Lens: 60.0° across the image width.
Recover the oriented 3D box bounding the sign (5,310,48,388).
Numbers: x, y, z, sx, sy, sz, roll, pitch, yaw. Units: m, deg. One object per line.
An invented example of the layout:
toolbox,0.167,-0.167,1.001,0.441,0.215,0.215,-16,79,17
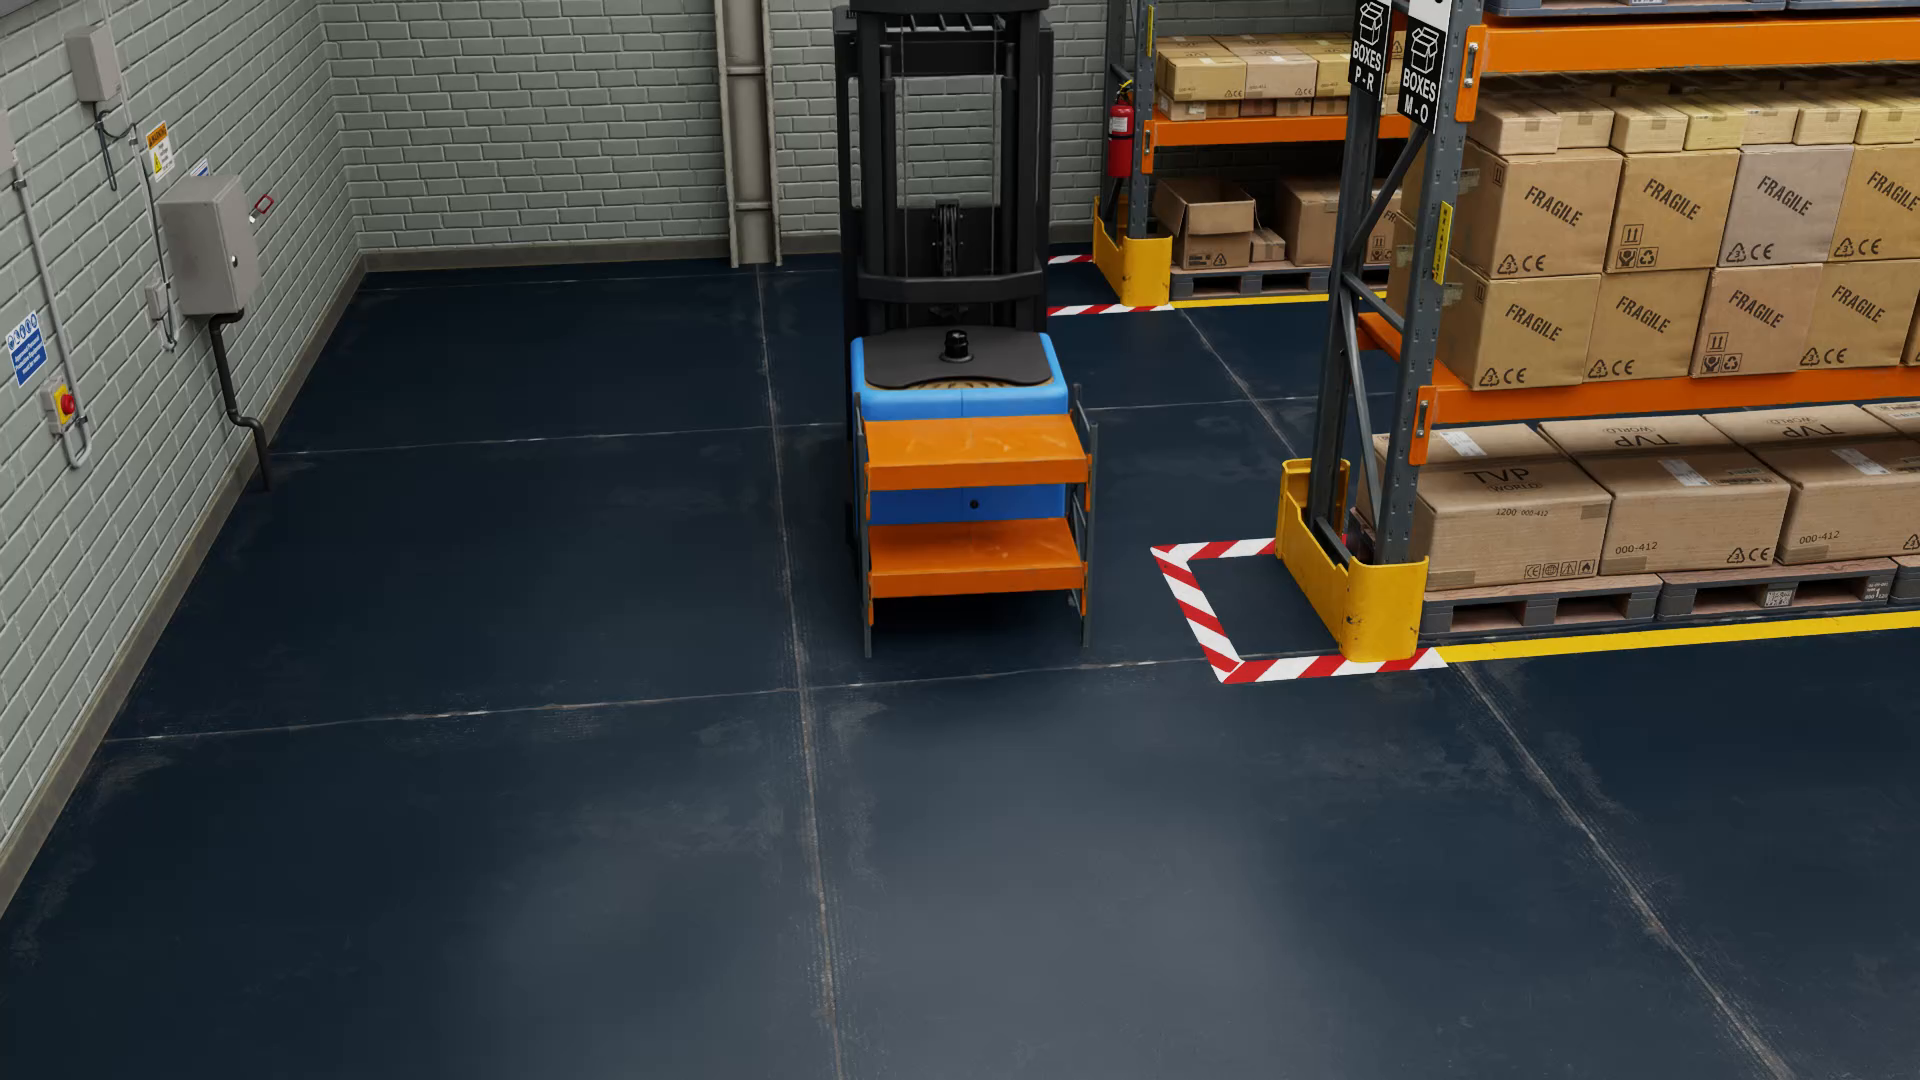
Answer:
sign,-3.738,-0.767,6.663,0.001,0.218,0.327,-4,27,-7

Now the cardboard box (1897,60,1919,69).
cardboard box,4.488,-2.121,7.682,0.250,0.149,0.380,-4,27,-9

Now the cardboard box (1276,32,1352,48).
cardboard box,2.621,-3.562,12.245,0.500,0.250,0.500,-3,27,-5

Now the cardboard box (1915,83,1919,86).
cardboard box,4.322,-1.858,7.170,0.250,0.149,0.380,-4,27,-8

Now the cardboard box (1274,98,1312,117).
cardboard box,2.324,-3.129,11.837,0.250,0.149,0.380,-3,27,-5

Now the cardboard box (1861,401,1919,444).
cardboard box,5.221,-0.352,8.496,0.875,0.438,0.875,-4,27,-8

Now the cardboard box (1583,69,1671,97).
cardboard box,2.971,-2.012,7.470,0.250,0.149,0.380,-3,27,-6

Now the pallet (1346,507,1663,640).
pallet,2.677,0.113,8.299,1.213,0.211,1.003,-4,27,-7

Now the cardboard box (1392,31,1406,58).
cardboard box,3.173,-3.687,11.668,0.500,0.500,0.500,-3,27,-6

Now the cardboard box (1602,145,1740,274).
cardboard box,2.922,-1.469,7.123,0.500,0.500,0.500,-4,27,-9

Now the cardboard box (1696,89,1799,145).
cardboard box,3.320,-1.796,7.050,0.250,0.149,0.380,-3,27,-7

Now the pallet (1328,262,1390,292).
pallet,3.271,-2.177,12.762,1.213,0.211,1.003,-4,27,-7

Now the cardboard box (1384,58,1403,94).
cardboard box,3.192,-3.366,11.863,0.500,0.250,0.500,-4,27,-8

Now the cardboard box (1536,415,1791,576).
cardboard box,3.441,-0.238,8.275,0.875,0.438,0.875,-3,27,-6

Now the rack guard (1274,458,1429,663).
rack guard,1.873,0.072,8.063,0.348,0.500,1.175,-4,27,-7

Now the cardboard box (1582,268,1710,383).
cardboard box,2.909,-1.032,7.366,0.500,0.500,0.500,-4,27,-8

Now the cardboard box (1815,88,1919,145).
cardboard box,3.828,-1.797,7.051,0.250,0.149,0.380,-4,27,-8

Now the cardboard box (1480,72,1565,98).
cardboard box,2.472,-1.960,7.369,0.250,0.149,0.380,-3,27,-6

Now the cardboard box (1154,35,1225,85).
cardboard box,1.620,-3.500,12.125,0.500,0.250,0.500,-3,27,-6

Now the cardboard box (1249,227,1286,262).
cardboard box,2.246,-2.210,12.433,0.250,0.149,0.380,-5,28,-9

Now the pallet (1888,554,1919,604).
pallet,5.093,-0.043,8.602,1.213,0.211,1.003,-4,27,-7

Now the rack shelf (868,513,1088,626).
rack shelf,0.058,0.130,7.800,1.000,0.278,0.538,-2,27,-5

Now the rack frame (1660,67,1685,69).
rack frame,5.162,-3.540,12.363,0.127,3.000,1.000,-4,27,-7

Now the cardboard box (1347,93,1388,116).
cardboard box,2.847,-3.130,11.840,0.250,0.149,0.380,-4,27,-9

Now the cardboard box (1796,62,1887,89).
cardboard box,3.998,-2.083,7.609,0.250,0.149,0.380,-4,27,-7

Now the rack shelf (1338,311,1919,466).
rack shelf,3.877,-0.849,7.907,4.000,0.370,1.077,-4,27,-7

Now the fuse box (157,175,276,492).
fuse box,-3.832,-1.058,8.938,0.414,1.711,0.539,-4,27,-7

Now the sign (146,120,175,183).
sign,-4.030,-1.961,8.381,0.001,0.242,0.339,-4,27,-7

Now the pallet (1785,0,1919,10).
pallet,3.840,-2.468,7.086,1.213,0.211,1.003,-4,27,-7

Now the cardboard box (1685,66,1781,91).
cardboard box,3.480,-2.039,7.523,0.250,0.149,0.380,-3,27,-6

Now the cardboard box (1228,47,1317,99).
cardboard box,2.187,-3.290,11.715,0.500,0.250,0.500,-3,27,-7

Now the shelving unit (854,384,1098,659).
shelving unit,0.058,-0.088,7.688,1.048,1.125,0.538,-2,27,-5

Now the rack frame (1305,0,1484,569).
rack frame,1.896,-1.042,7.495,0.127,3.000,1.000,-4,27,-7

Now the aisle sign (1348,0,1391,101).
aisle sign,1.782,-2.334,7.166,0.004,0.787,0.394,-4,27,-7

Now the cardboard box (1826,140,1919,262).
cardboard box,3.924,-1.537,7.256,0.500,0.500,0.500,-4,27,-7

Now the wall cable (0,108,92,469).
wall cable,-3.684,-1.139,6.536,0.123,1.953,0.585,-4,27,-7

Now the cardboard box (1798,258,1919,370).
cardboard box,3.909,-1.096,7.490,0.500,0.500,0.500,-3,27,-5

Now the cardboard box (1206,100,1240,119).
cardboard box,1.810,-3.108,11.796,0.250,0.149,0.380,-3,27,-6

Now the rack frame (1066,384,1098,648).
rack frame,0.564,-0.110,7.731,0.032,1.125,0.500,-2,27,-5

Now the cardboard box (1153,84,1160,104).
cardboard box,1.492,-3.316,12.202,0.250,0.149,0.380,-4,27,-8

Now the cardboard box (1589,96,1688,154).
cardboard box,2.809,-1.731,6.922,0.250,0.149,0.380,-3,27,-6

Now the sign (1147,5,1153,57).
sign,1.277,-3.425,11.192,0.005,0.325,0.100,-4,27,-7

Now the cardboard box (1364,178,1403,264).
cardboard box,3.209,-2.382,12.384,0.500,0.500,0.500,-3,27,-6

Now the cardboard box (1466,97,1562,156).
cardboard box,2.286,-1.717,6.896,0.250,0.149,0.380,-3,27,-6

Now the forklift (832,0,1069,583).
forklift,-0.098,-1.715,8.882,1.130,2.935,3.031,-2,27,-4

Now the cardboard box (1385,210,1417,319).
cardboard box,2.337,-1.237,7.765,0.500,0.500,0.500,-4,27,-7
